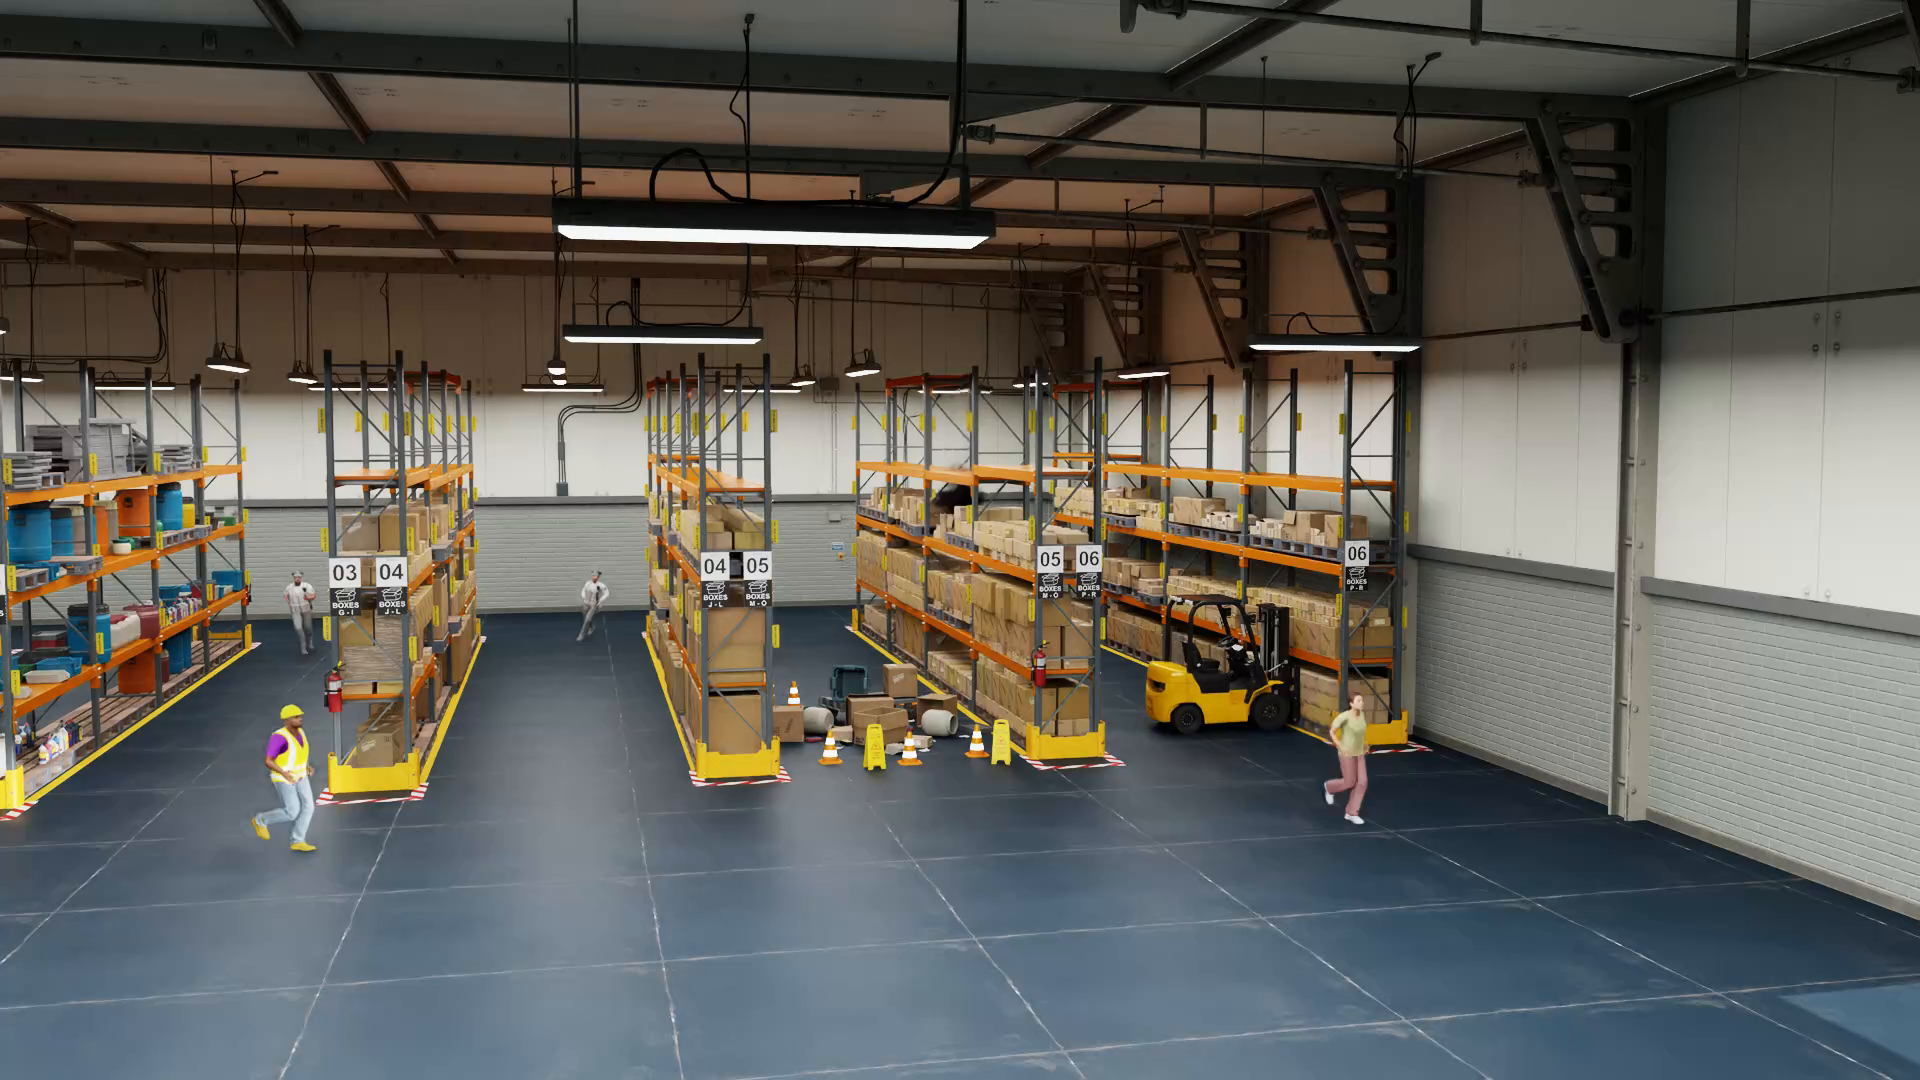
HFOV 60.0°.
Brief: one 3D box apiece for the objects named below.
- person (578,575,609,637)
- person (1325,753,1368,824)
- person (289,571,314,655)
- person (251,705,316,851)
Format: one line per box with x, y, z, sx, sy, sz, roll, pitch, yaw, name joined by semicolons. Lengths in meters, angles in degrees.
-8.472;1.487;38.627;0.625;1.532;0.718;1;4;13;person
4.930;3.060;21.139;0.347;0.975;0.710;-2;5;-32;person
-14.465;1.591;36.505;0.488;1.831;0.826;-2;4;-22;person
-7.933;2.789;19.500;0.748;1.723;0.649;1;4;14;person
